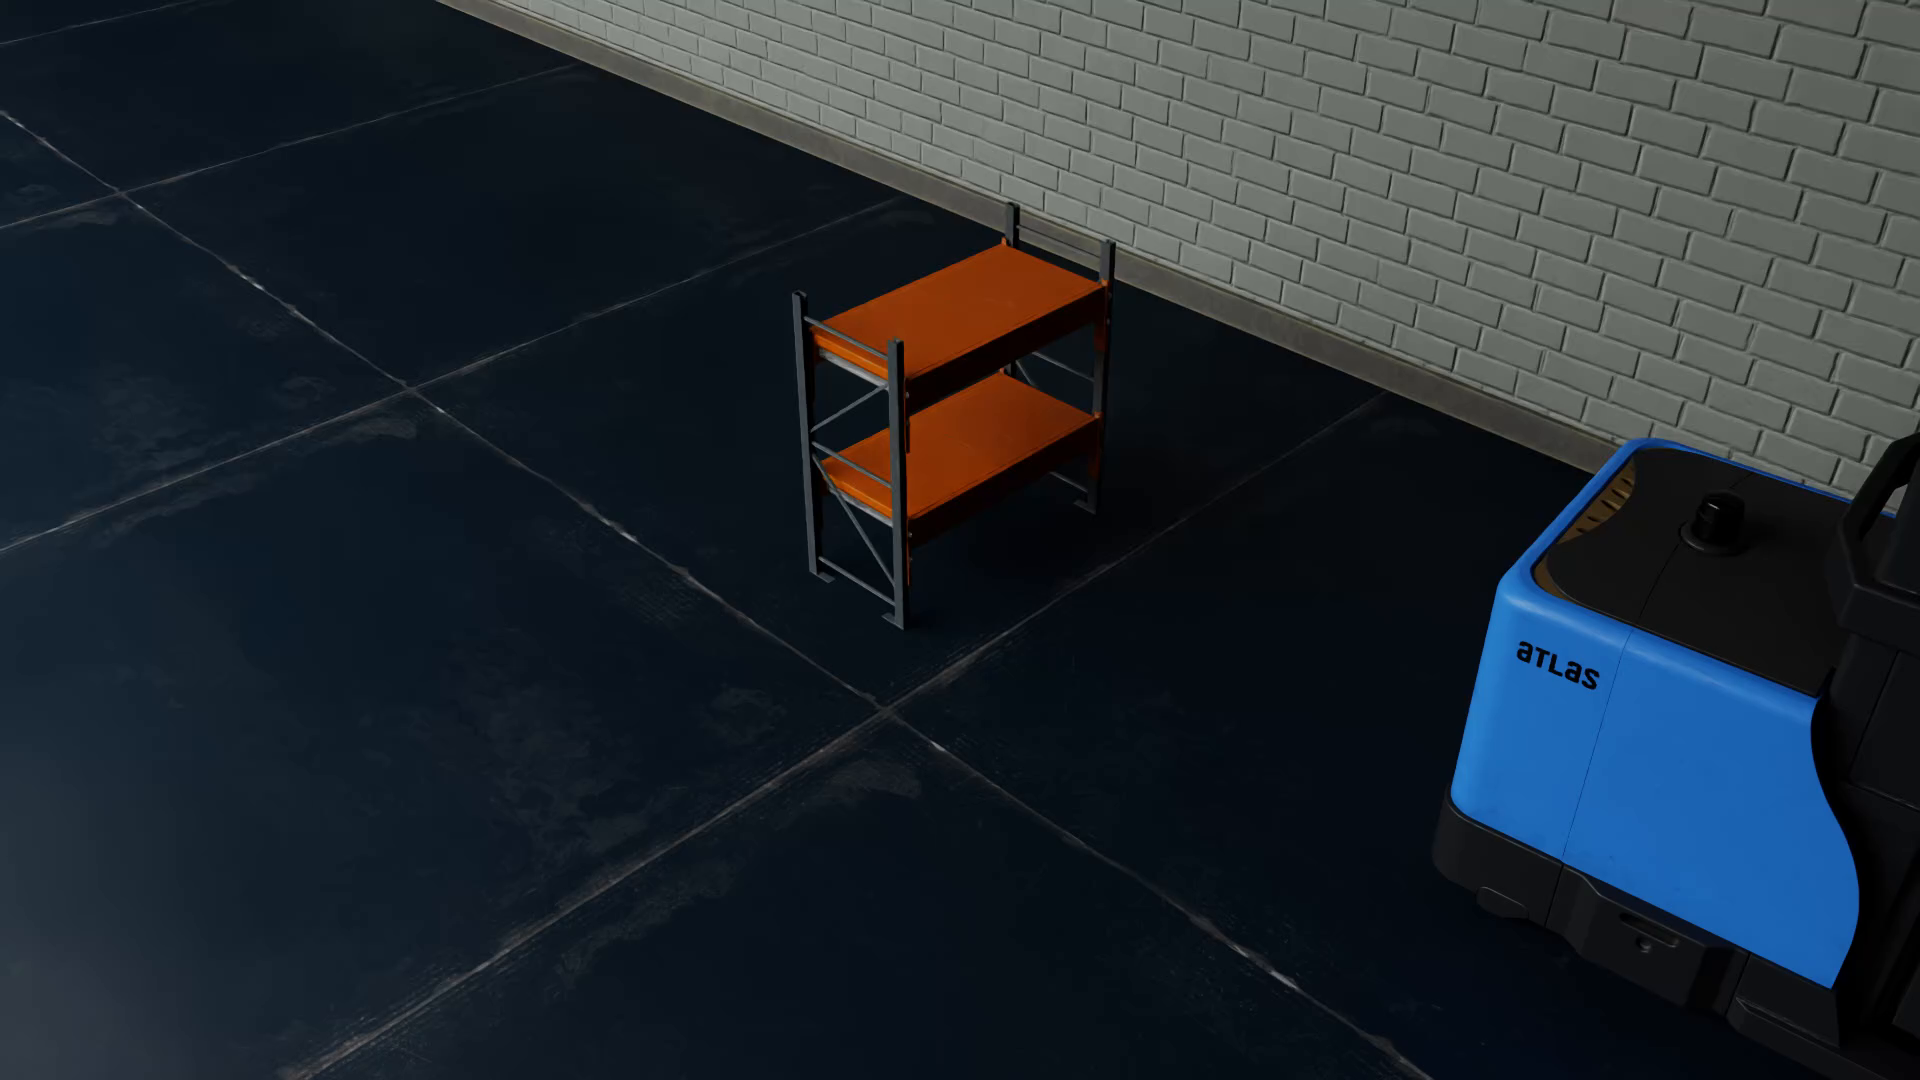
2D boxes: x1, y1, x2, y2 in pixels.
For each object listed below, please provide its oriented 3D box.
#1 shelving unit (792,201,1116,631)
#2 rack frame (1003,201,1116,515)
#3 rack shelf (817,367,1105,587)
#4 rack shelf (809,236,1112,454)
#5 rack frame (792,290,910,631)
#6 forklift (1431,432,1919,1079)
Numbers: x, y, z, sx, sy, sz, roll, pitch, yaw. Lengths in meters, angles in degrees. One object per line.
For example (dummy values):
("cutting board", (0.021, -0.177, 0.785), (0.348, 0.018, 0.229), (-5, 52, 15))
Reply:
("shelving unit", (-0.005, -0.459, 5.924), (0.538, 1.125, 1.048), (30, 45, 35))
("rack frame", (0.353, -0.665, 6.220), (0.500, 1.125, 0.032), (30, 45, 35))
("rack shelf", (-0.005, -0.258, 6.064), (0.538, 0.278, 1.000), (30, 45, 35))
("rack shelf", (-0.005, -0.699, 5.757), (0.538, 0.278, 1.000), (30, 45, 35))
("rack frame", (-0.363, -0.252, 5.628), (0.500, 1.125, 0.032), (30, 45, 35))
("forklift", (2.827, 0.101, 3.544), (3.031, 2.935, 1.130), (25, 42, 31))
